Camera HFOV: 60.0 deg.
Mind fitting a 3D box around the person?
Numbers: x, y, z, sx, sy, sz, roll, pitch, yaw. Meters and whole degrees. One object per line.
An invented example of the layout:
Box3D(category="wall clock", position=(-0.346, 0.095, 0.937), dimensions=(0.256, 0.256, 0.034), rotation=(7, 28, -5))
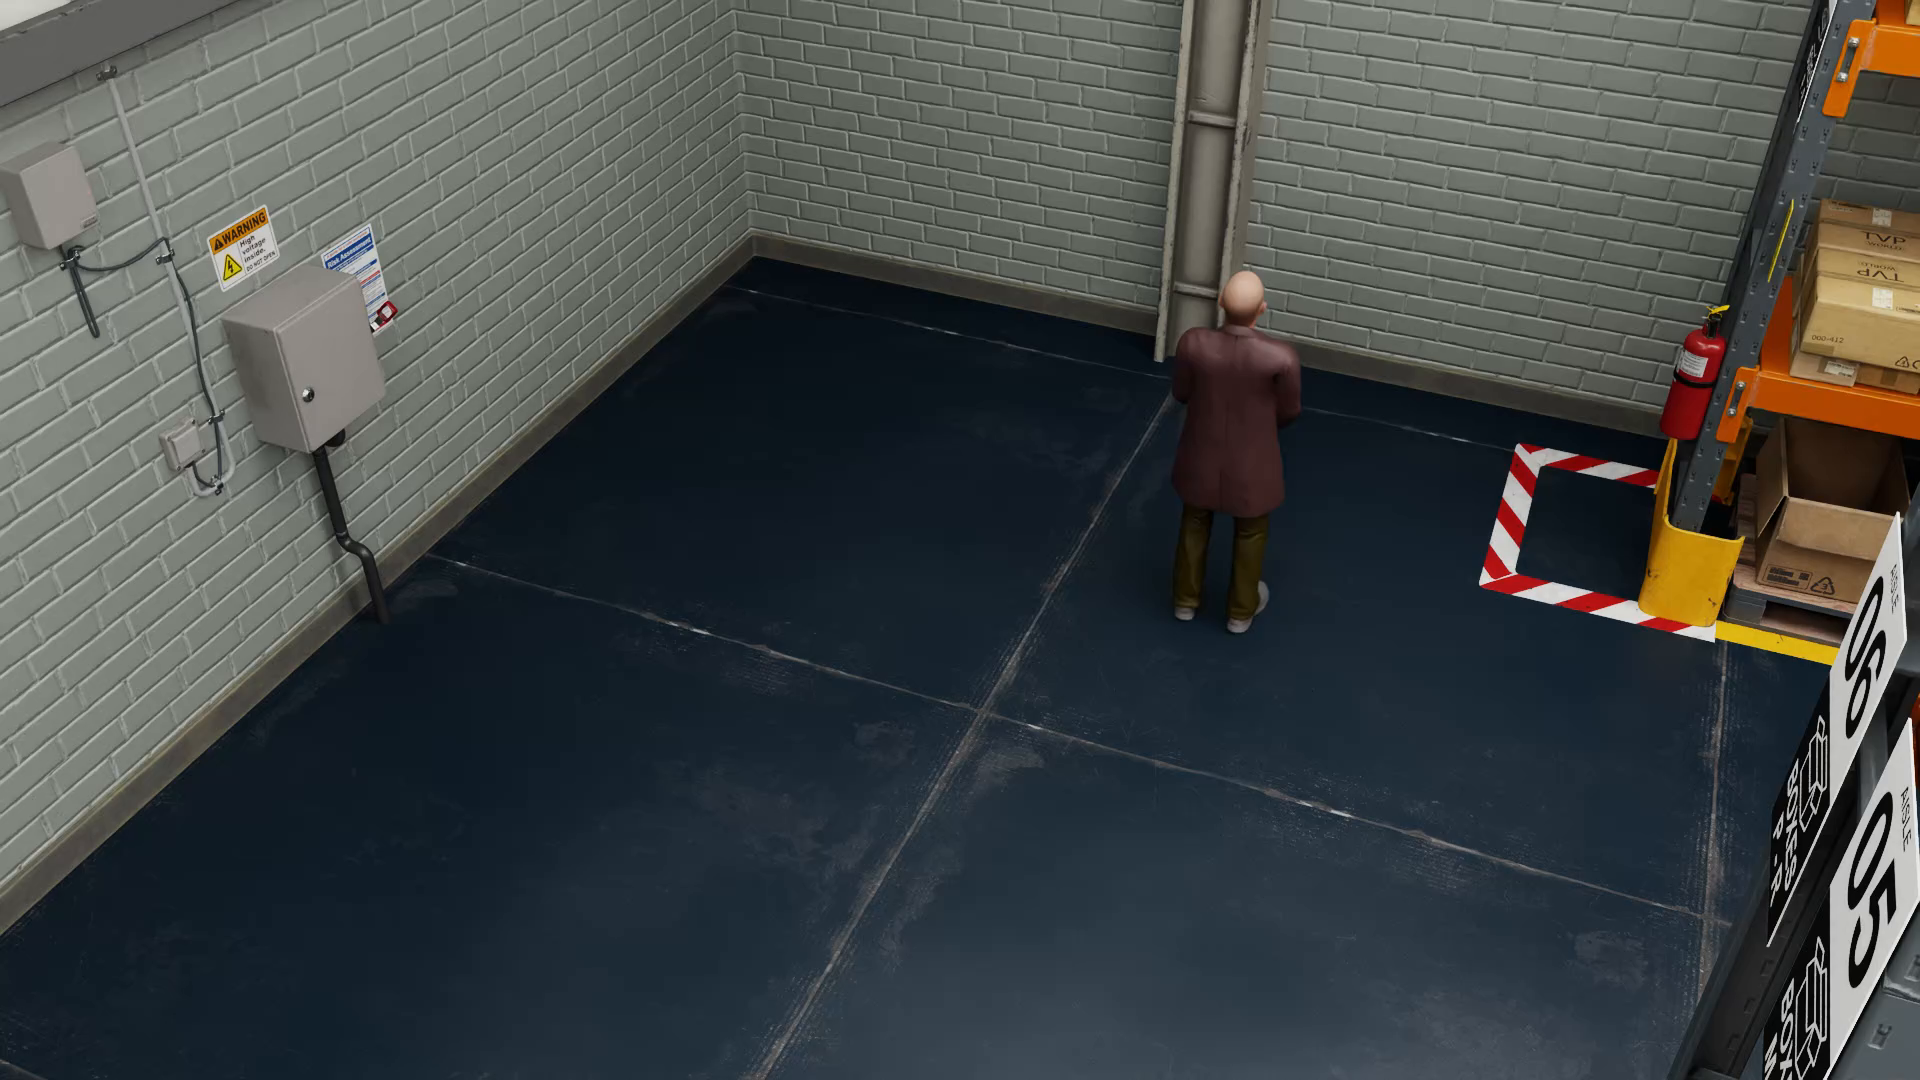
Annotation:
Box3D(category="person", position=(1.205, -0.411, 7.372), dimensions=(0.575, 1.782, 0.467), rotation=(13, 39, 17))
